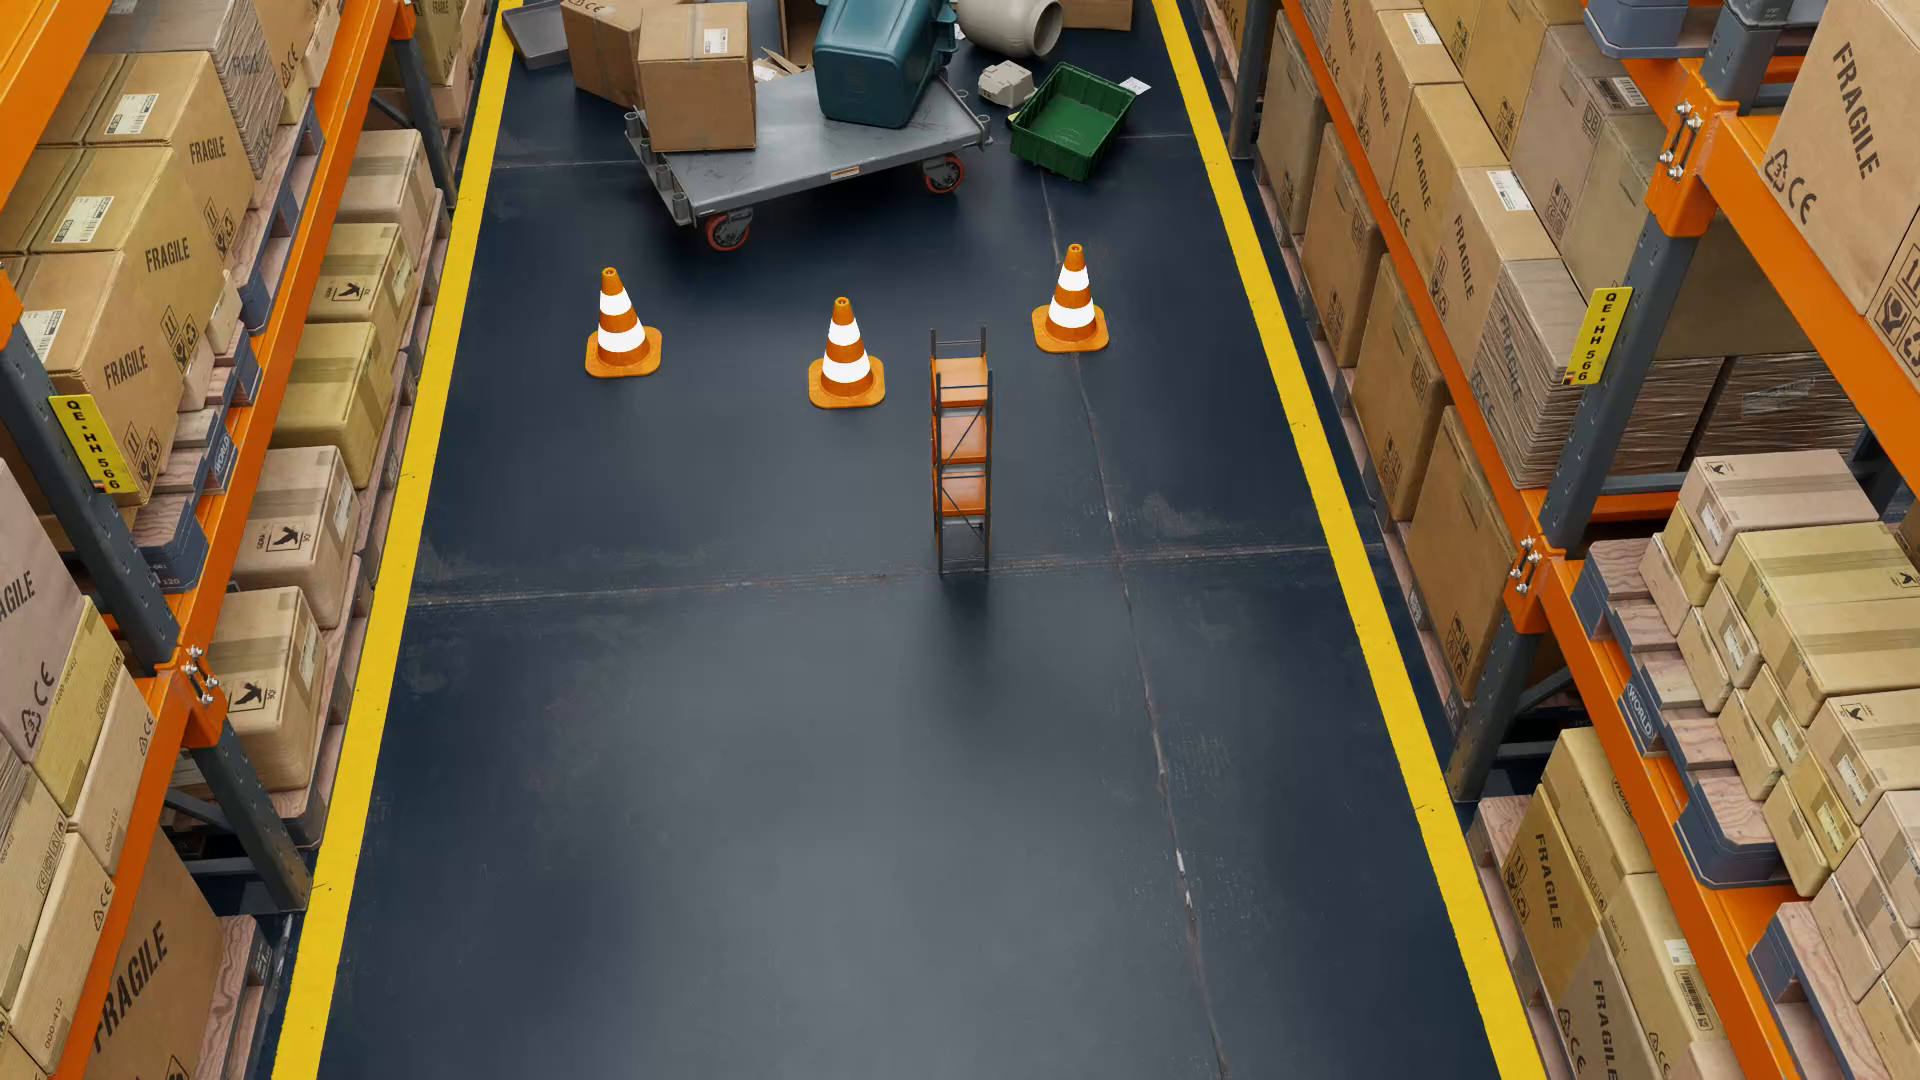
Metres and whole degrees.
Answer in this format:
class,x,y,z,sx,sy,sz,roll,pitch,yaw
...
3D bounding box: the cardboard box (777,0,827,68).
class,x,y,z,sx,sy,sz,roll,pitch,yaw
cardboard box,-0.603,-2.982,9.135,0.797,0.637,0.503,-3,47,-3

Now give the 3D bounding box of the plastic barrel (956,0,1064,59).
class,x,y,z,sx,sy,sz,roll,pitch,yaw
plastic barrel,0.276,-2.909,9.213,0.512,0.421,0.421,27,52,23

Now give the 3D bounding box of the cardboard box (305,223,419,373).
class,x,y,z,sx,sy,sz,roll,pitch,yaw
cardboard box,-2.915,-1.035,7.185,0.950,0.372,0.625,-1,47,-1

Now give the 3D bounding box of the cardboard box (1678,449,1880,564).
class,x,y,z,sx,sy,sz,roll,pitch,yaw
cardboard box,2.080,-0.086,4.240,0.380,0.149,0.250,-3,47,-3

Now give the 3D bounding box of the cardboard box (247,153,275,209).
class,x,y,z,sx,sy,sz,roll,pitch,yaw
cardboard box,-2.619,-1.276,5.776,0.380,0.149,0.250,-2,47,-2

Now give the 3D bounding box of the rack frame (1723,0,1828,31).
class,x,y,z,sx,sy,sz,roll,pitch,yaw
rack frame,2.234,-2.236,2.670,1.000,3.000,0.127,-3,47,-3

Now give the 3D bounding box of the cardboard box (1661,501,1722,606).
class,x,y,z,sx,sy,sz,roll,pitch,yaw
cardboard box,2.075,0.028,4.336,0.380,0.149,0.250,-2,47,-2

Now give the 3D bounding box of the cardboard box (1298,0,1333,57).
class,x,y,z,sx,sy,sz,roll,pitch,yaw
cardboard box,1.718,-2.339,6.831,0.500,0.500,0.500,-3,47,-3

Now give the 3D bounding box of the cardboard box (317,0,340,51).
class,x,y,z,sx,sy,sz,roll,pitch,yaw
cardboard box,-2.645,-2.019,6.480,0.380,0.149,0.250,-4,47,-4

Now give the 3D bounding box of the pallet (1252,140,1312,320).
class,x,y,z,sx,sy,sz,roll,pitch,yaw
pallet,2.039,-1.555,8.077,1.003,0.211,1.213,-3,47,-3

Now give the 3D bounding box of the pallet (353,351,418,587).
class,x,y,z,sx,sy,sz,roll,pitch,yaw
pallet,-2.853,-0.286,6.876,1.003,0.211,1.213,-3,47,-3

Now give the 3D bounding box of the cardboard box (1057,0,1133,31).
class,x,y,z,sx,sy,sz,roll,pitch,yaw
cardboard box,0.747,-3.269,9.500,0.500,0.500,0.500,4,47,4

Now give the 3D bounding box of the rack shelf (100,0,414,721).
class,x,y,z,sx,sy,sz,roll,pitch,yaw
rack shelf,-2.857,-0.999,6.125,1.077,0.370,4.000,-3,47,-3

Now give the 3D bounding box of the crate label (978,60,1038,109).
class,x,y,z,sx,sy,sz,roll,pitch,yaw
crate label,0.247,-2.469,8.994,0.298,0.136,0.250,-36,56,-29

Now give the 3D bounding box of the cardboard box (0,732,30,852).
class,x,y,z,sx,sy,sz,roll,pitch,yaw
cardboard box,-2.335,0.552,3.404,0.500,0.500,0.500,-3,47,-3

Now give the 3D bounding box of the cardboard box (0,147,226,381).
class,x,y,z,sx,sy,sz,roll,pitch,yaw
cardboard box,-2.548,-0.797,4.875,0.500,0.500,0.500,-1,47,-1

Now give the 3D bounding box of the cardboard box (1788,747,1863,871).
class,x,y,z,sx,sy,sz,roll,pitch,yaw
cardboard box,2.147,0.600,3.795,0.380,0.149,0.250,-3,47,-3

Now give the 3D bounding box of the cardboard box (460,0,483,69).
class,x,y,z,sx,sy,sz,roll,pitch,yaw
cardboard box,-2.861,-2.721,8.866,0.500,0.250,0.500,-1,47,-1

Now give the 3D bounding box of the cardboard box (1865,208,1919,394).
class,x,y,z,sx,sy,sz,roll,pitch,yaw
cardboard box,2.066,-0.448,2.974,0.500,0.500,0.500,-3,47,-3

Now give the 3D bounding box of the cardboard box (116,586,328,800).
class,x,y,z,sx,sy,sz,roll,pitch,yaw
cardboard box,-2.727,0.551,5.683,0.950,0.372,0.625,-6,47,-6

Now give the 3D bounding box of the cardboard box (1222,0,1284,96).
class,x,y,z,sx,sy,sz,roll,pitch,yaw
cardboard box,1.917,-2.940,8.643,0.875,0.875,0.875,-3,47,-3

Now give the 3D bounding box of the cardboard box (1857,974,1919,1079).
class,x,y,z,sx,sy,sz,roll,pitch,yaw
cardboard box,2.184,1.064,3.560,0.380,0.149,0.250,-3,47,-3

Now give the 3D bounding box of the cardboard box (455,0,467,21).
class,x,y,z,sx,sy,sz,roll,pitch,yaw
cardboard box,-2.862,-2.980,8.594,0.500,0.500,0.500,-2,47,-2

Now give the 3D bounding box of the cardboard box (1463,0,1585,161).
class,x,y,z,sx,sy,sz,roll,pitch,yaw
cardboard box,2.118,-1.614,5.455,0.700,0.500,0.500,-4,47,-4

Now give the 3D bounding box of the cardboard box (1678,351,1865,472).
class,x,y,z,sx,sy,sz,roll,pitch,yaw
cardboard box,2.466,-0.549,5.135,0.500,0.500,0.500,-3,47,-3

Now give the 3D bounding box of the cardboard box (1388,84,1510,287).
class,x,y,z,sx,sy,sz,roll,pitch,yaw
cardboard box,1.847,-1.240,5.789,0.500,0.500,0.500,-4,47,-4

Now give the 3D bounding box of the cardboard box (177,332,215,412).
class,x,y,z,sx,sy,sz,roll,pitch,yaw
cardboard box,-2.499,-0.511,5.052,0.380,0.149,0.250,-6,47,-6

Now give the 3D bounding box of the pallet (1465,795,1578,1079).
class,x,y,z,sx,sy,sz,roll,pitch,yaw
pallet,2.298,1.351,5.325,1.003,0.211,1.213,-3,47,-3

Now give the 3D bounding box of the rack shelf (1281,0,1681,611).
class,x,y,z,sx,sy,sz,roll,pitch,yaw
rack shelf,2.067,-1.373,6.480,1.077,0.370,4.000,-3,47,-3

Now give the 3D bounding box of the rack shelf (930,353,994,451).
class,x,y,z,sx,sy,sz,roll,pitch,yaw
rack shelf,0.004,-0.510,6.134,0.215,0.259,0.240,-3,47,-3

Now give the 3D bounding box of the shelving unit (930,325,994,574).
class,x,y,z,sx,sy,sz,roll,pitch,yaw
shelving unit,0.004,-0.322,6.332,0.215,1.050,0.252,-3,47,-3

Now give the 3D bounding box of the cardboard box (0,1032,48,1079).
class,x,y,z,sx,sy,sz,roll,pitch,yaw
cardboard box,-2.304,1.336,3.522,0.500,0.250,0.500,-4,47,-4

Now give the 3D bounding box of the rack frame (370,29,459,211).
class,x,y,z,sx,sy,sz,roll,pitch,yaw
rack frame,-3.025,-2.693,7.235,1.000,3.000,0.127,-3,47,-3

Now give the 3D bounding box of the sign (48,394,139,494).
class,x,y,z,sx,sy,sz,roll,pitch,yaw
sign,-2.137,-0.233,4.108,0.100,0.325,0.005,-3,47,-3

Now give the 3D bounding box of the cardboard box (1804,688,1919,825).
class,x,y,z,sx,sy,sz,roll,pitch,yaw
cardboard box,2.143,0.474,3.709,0.380,0.149,0.250,-5,47,-5

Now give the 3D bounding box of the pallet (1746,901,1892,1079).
class,x,y,z,sx,sy,sz,roll,pitch,yaw
pallet,2.441,1.323,3.564,1.003,0.211,1.213,-3,47,-3

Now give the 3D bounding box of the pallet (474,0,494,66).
class,x,y,z,sx,sy,sz,roll,pitch,yaw
pallet,-3.221,-3.103,9.543,1.003,0.211,1.213,-3,47,-3

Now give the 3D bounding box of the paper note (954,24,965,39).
class,x,y,z,sx,sy,sz,roll,pitch,yaw
paper note,-0.038,-2.915,9.495,0.172,0.023,0.155,11,48,10

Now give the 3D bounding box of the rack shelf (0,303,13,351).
class,x,y,z,sx,sy,sz,roll,pitch,yaw
rack shelf,-2.522,0.864,2.296,1.077,0.370,4.000,-3,47,-3

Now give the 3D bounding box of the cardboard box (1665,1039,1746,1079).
class,x,y,z,sx,sy,sz,roll,pitch,yaw
cardboard box,2.122,1.523,4.157,0.500,0.250,0.500,-3,47,-3

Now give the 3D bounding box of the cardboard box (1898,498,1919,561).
class,x,y,z,sx,sy,sz,roll,pitch,yaw
cardboard box,2.730,-0.004,4.366,0.380,0.149,0.250,-3,47,-2

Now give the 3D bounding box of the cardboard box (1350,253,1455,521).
class,x,y,z,sx,sy,sz,roll,pitch,yaw
cardboard box,2.197,-0.622,6.534,1.050,0.750,0.750,-3,47,-3

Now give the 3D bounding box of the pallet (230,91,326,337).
class,x,y,z,sx,sy,sz,roll,pitch,yaw
pallet,-2.896,-1.163,5.918,1.003,0.211,1.213,-3,47,-3

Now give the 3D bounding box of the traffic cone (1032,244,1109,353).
class,x,y,z,sx,sy,sz,roll,pitch,yaw
traffic cone,0.507,-1.133,7.504,0.336,0.463,0.334,-3,47,-3

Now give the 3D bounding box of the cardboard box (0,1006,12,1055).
class,x,y,z,sx,sy,sz,roll,pitch,yaw
cardboard box,-2.286,1.155,3.349,0.500,0.250,0.500,-5,47,-4

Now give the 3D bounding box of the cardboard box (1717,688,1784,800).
class,x,y,z,sx,sy,sz,roll,pitch,yaw
cardboard box,2.116,0.494,4.100,0.380,0.149,0.250,-1,47,-1

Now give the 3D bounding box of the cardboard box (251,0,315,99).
class,x,y,z,sx,sy,sz,roll,pitch,yaw
cardboard box,-2.677,-1.922,5.941,0.500,0.500,0.500,-2,47,-2
